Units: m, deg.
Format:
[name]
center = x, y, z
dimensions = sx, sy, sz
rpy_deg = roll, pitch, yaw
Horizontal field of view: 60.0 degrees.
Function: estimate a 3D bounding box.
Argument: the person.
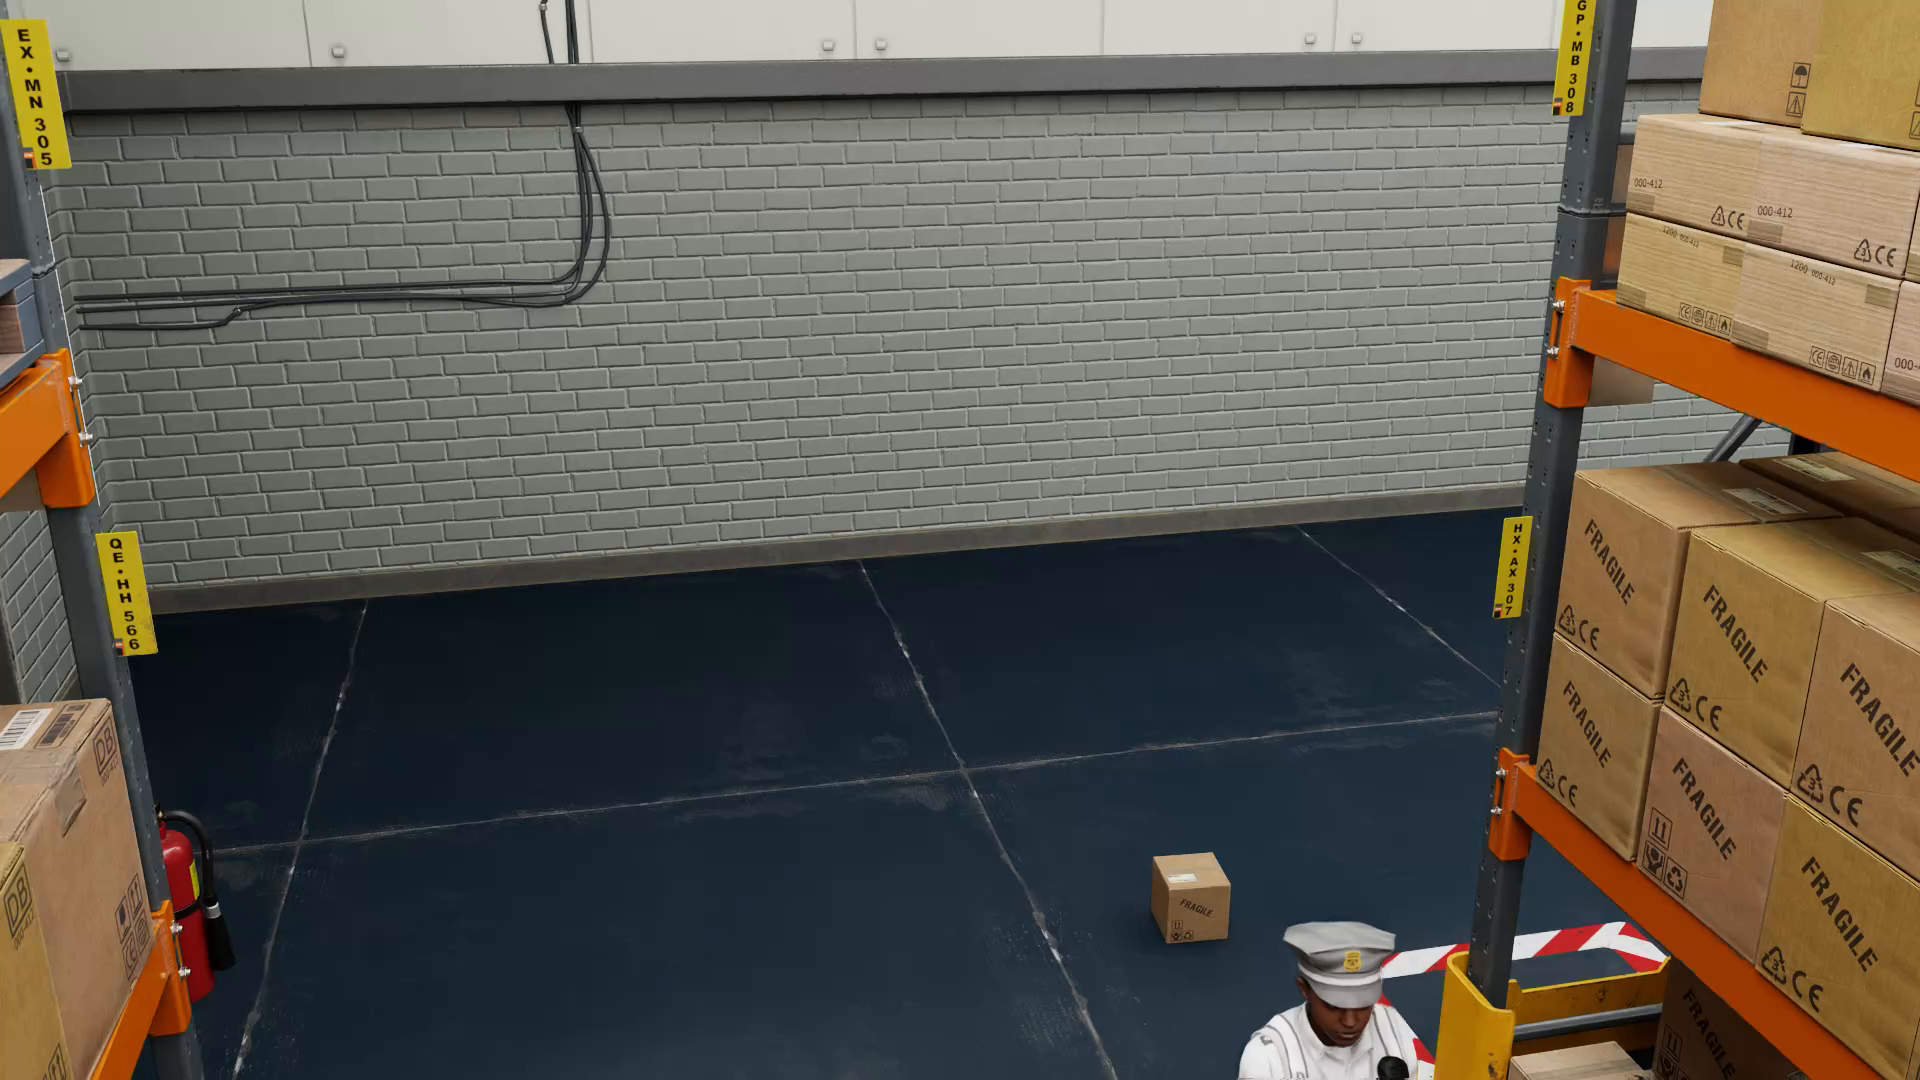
[person]
center = 0.869, 1.680, 3.886
dimensions = 0.500, 1.745, 0.408
rpy_deg = -3, 20, -9
